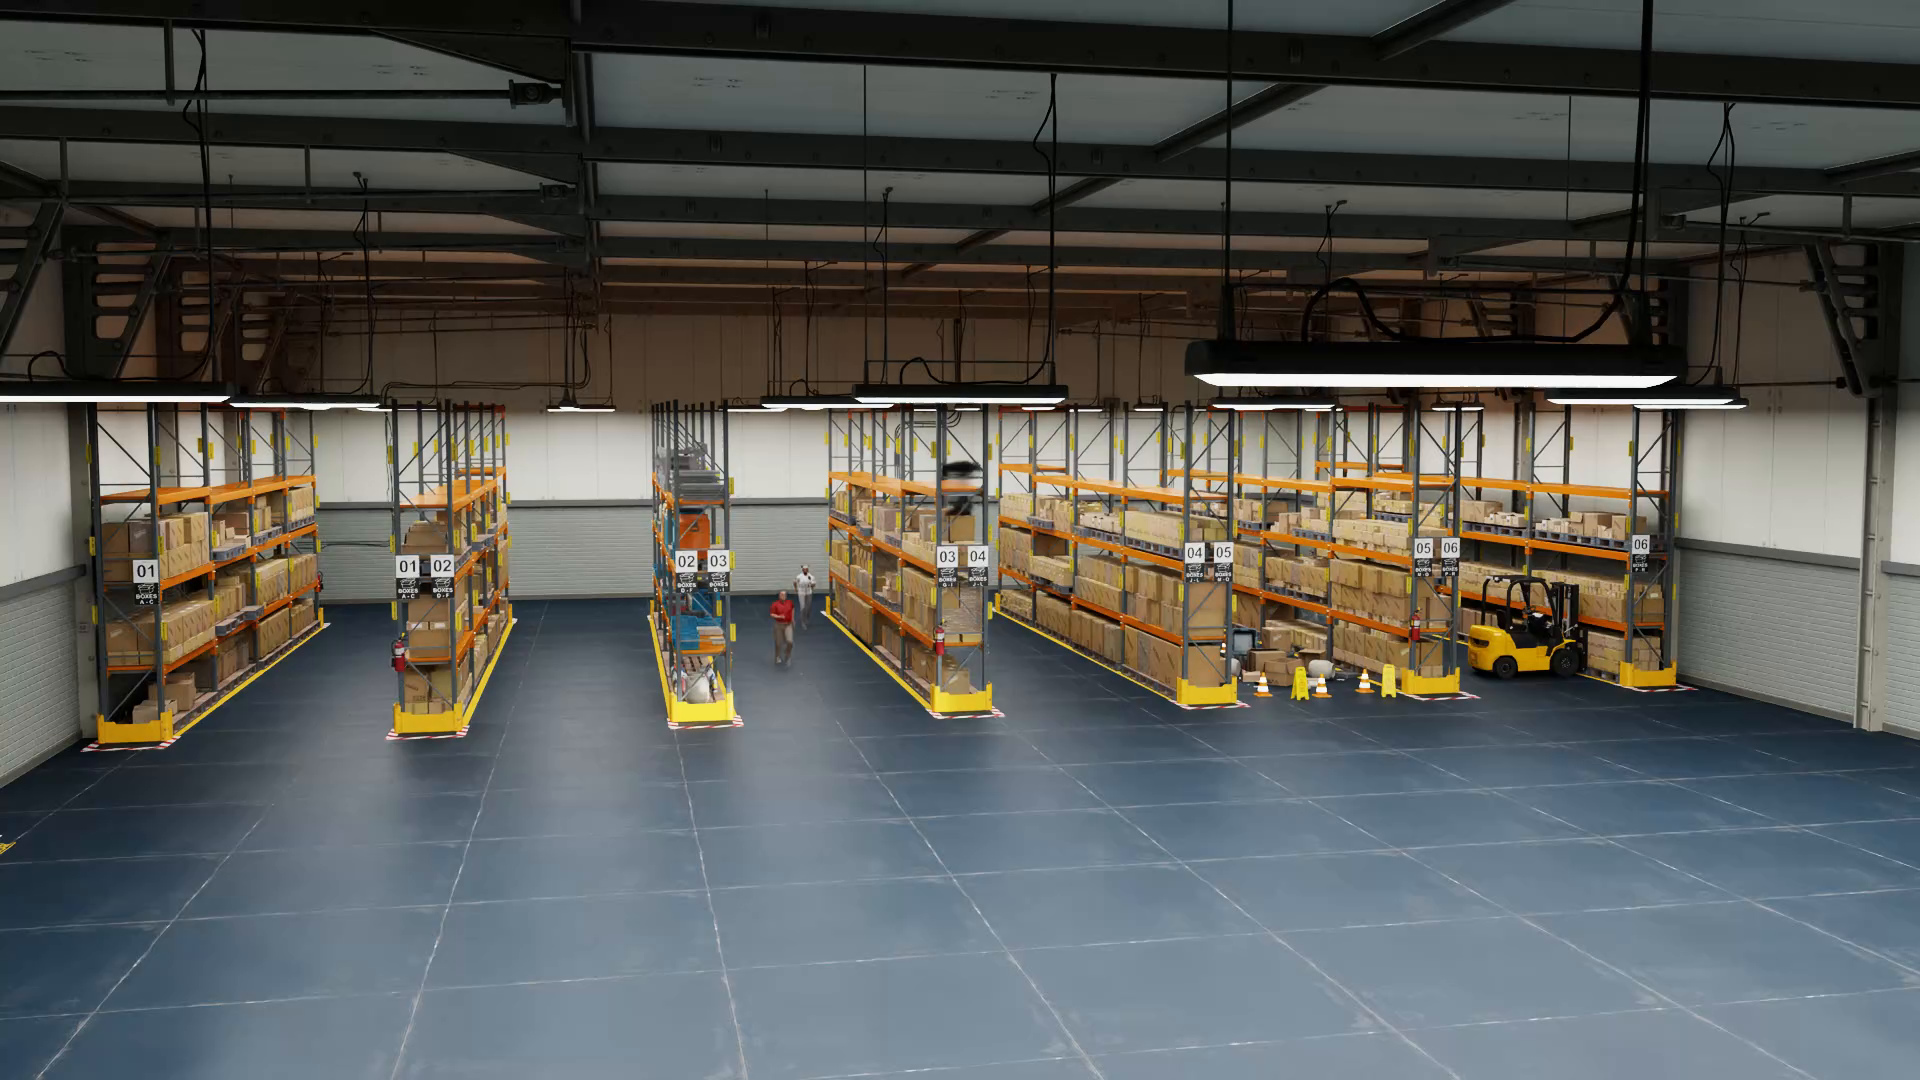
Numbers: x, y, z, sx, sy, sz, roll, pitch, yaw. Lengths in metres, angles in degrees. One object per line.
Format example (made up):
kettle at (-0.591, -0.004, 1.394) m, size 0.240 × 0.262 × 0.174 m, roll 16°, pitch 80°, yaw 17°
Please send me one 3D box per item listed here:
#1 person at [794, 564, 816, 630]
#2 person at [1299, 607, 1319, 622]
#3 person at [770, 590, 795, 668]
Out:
person at (-4.160, 1.501, 44.687) m, size 0.562 × 1.736 × 0.825 m, roll -1°, pitch 4°, yaw -15°
person at (9.579, 1.452, 46.042) m, size 0.593 × 1.603 × 0.897 m, roll -3°, pitch 5°, yaw -31°
person at (-4.026, 2.026, 37.809) m, size 0.625 × 1.790 × 0.854 m, roll -1°, pitch 5°, yaw -18°
